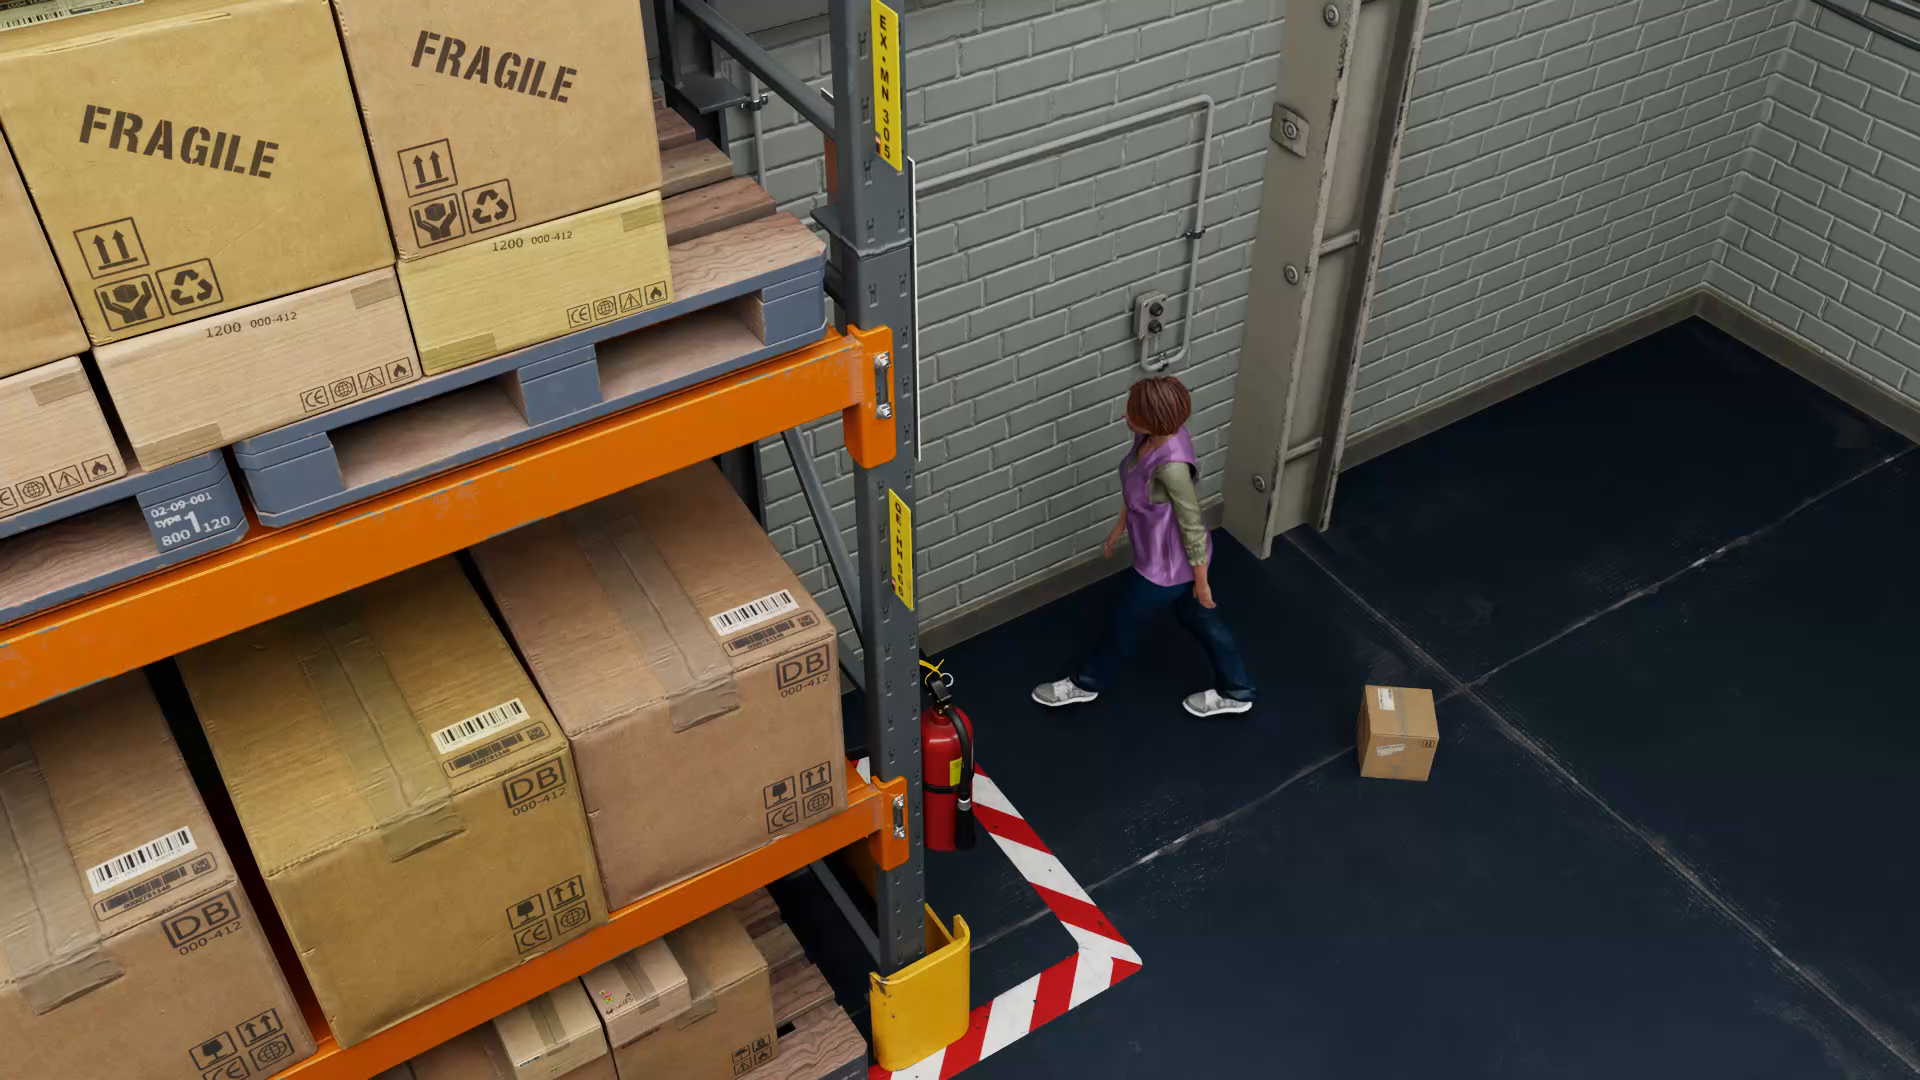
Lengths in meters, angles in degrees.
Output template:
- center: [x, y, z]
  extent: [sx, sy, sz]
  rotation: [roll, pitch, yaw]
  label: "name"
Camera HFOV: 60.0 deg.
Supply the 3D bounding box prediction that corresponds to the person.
- center: [0.736, 0.031, 6.125]
  extent: [0.872, 1.539, 0.411]
  rotation: [8, 42, 9]
  label: "person"
